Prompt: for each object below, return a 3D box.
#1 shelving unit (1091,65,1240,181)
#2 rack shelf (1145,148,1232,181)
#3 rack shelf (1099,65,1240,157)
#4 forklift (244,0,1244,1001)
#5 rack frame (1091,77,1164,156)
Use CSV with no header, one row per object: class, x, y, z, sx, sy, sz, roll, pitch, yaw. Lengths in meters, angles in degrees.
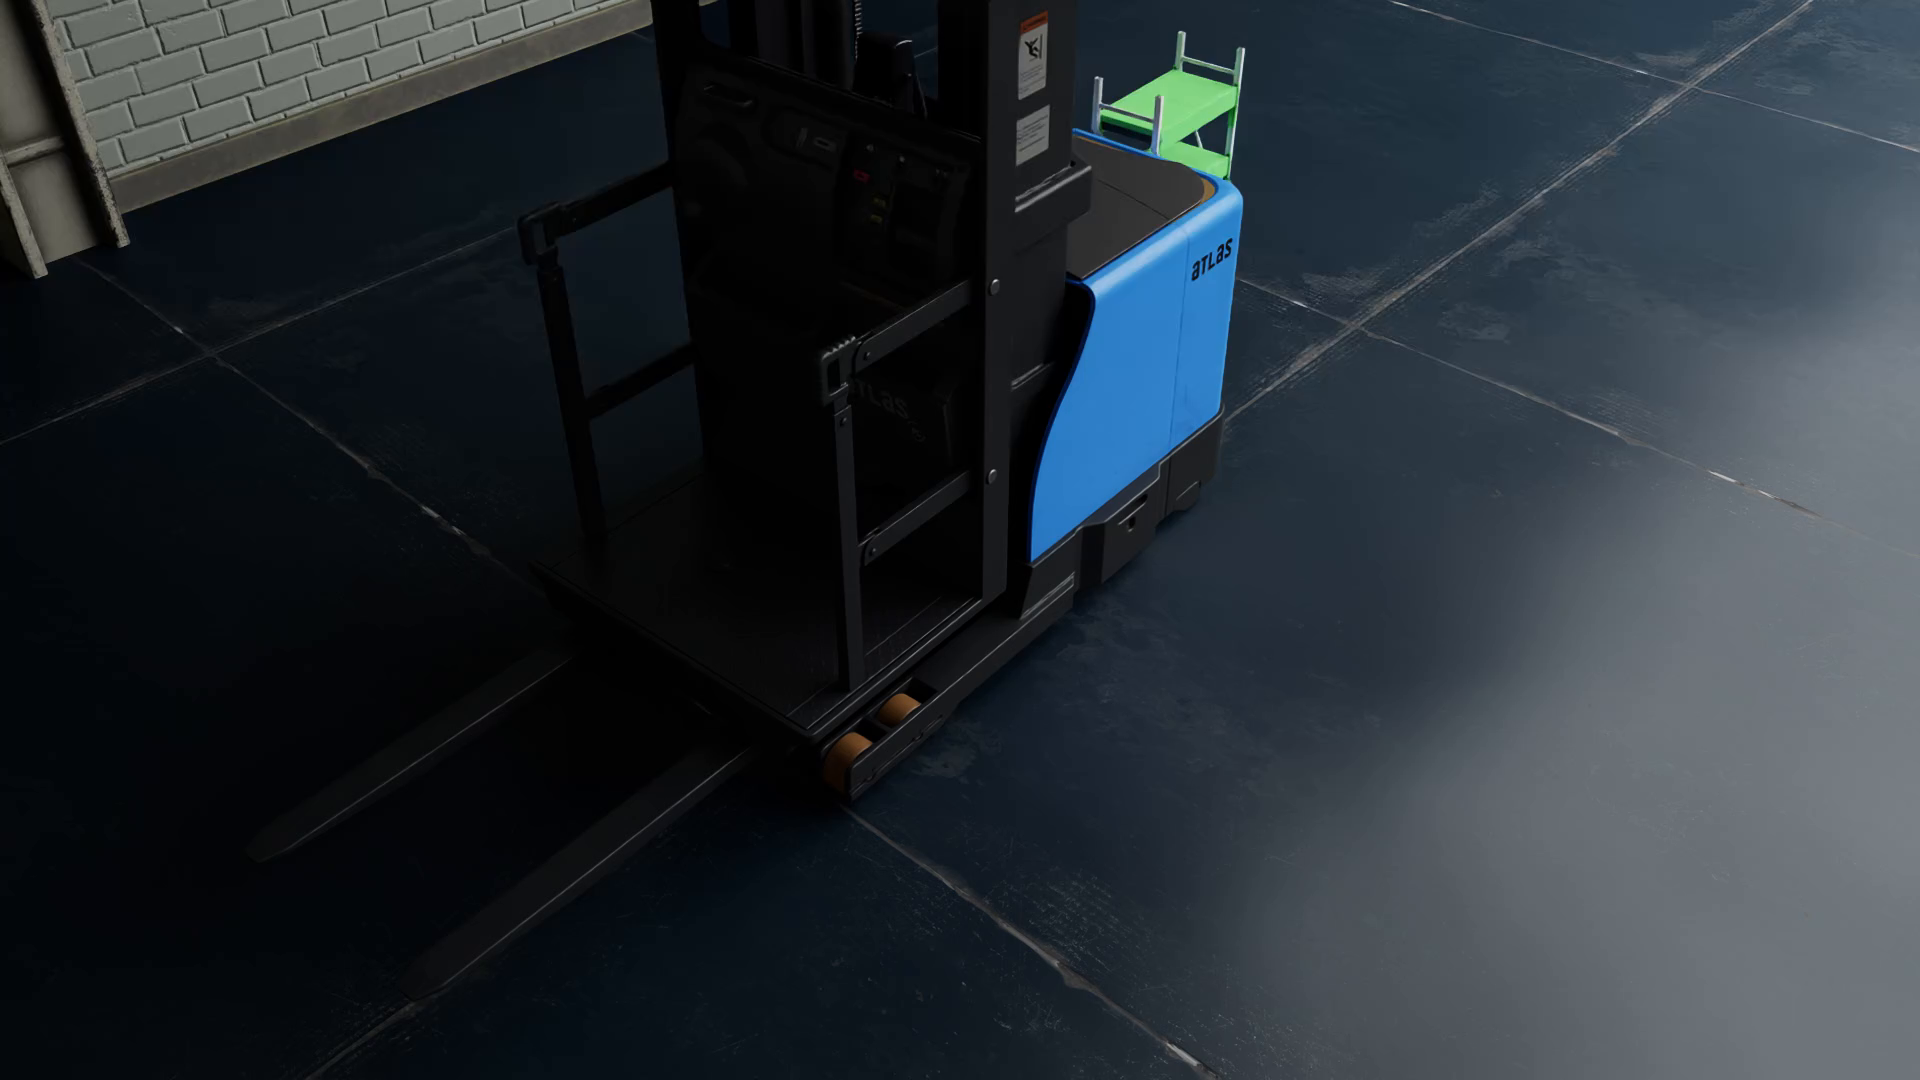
shelving unit,0.648,-1.009,5.546,0.258,1.200,0.492,25,44,28
rack shelf,0.654,-1.151,5.442,0.258,0.148,0.480,25,44,28
rack shelf,0.656,-1.341,5.296,0.258,0.148,0.480,25,44,28
forklift,-0.485,-0.825,3.932,1.130,2.935,3.031,27,46,30
rack frame,0.504,-0.894,5.395,0.240,1.200,0.015,25,44,28
